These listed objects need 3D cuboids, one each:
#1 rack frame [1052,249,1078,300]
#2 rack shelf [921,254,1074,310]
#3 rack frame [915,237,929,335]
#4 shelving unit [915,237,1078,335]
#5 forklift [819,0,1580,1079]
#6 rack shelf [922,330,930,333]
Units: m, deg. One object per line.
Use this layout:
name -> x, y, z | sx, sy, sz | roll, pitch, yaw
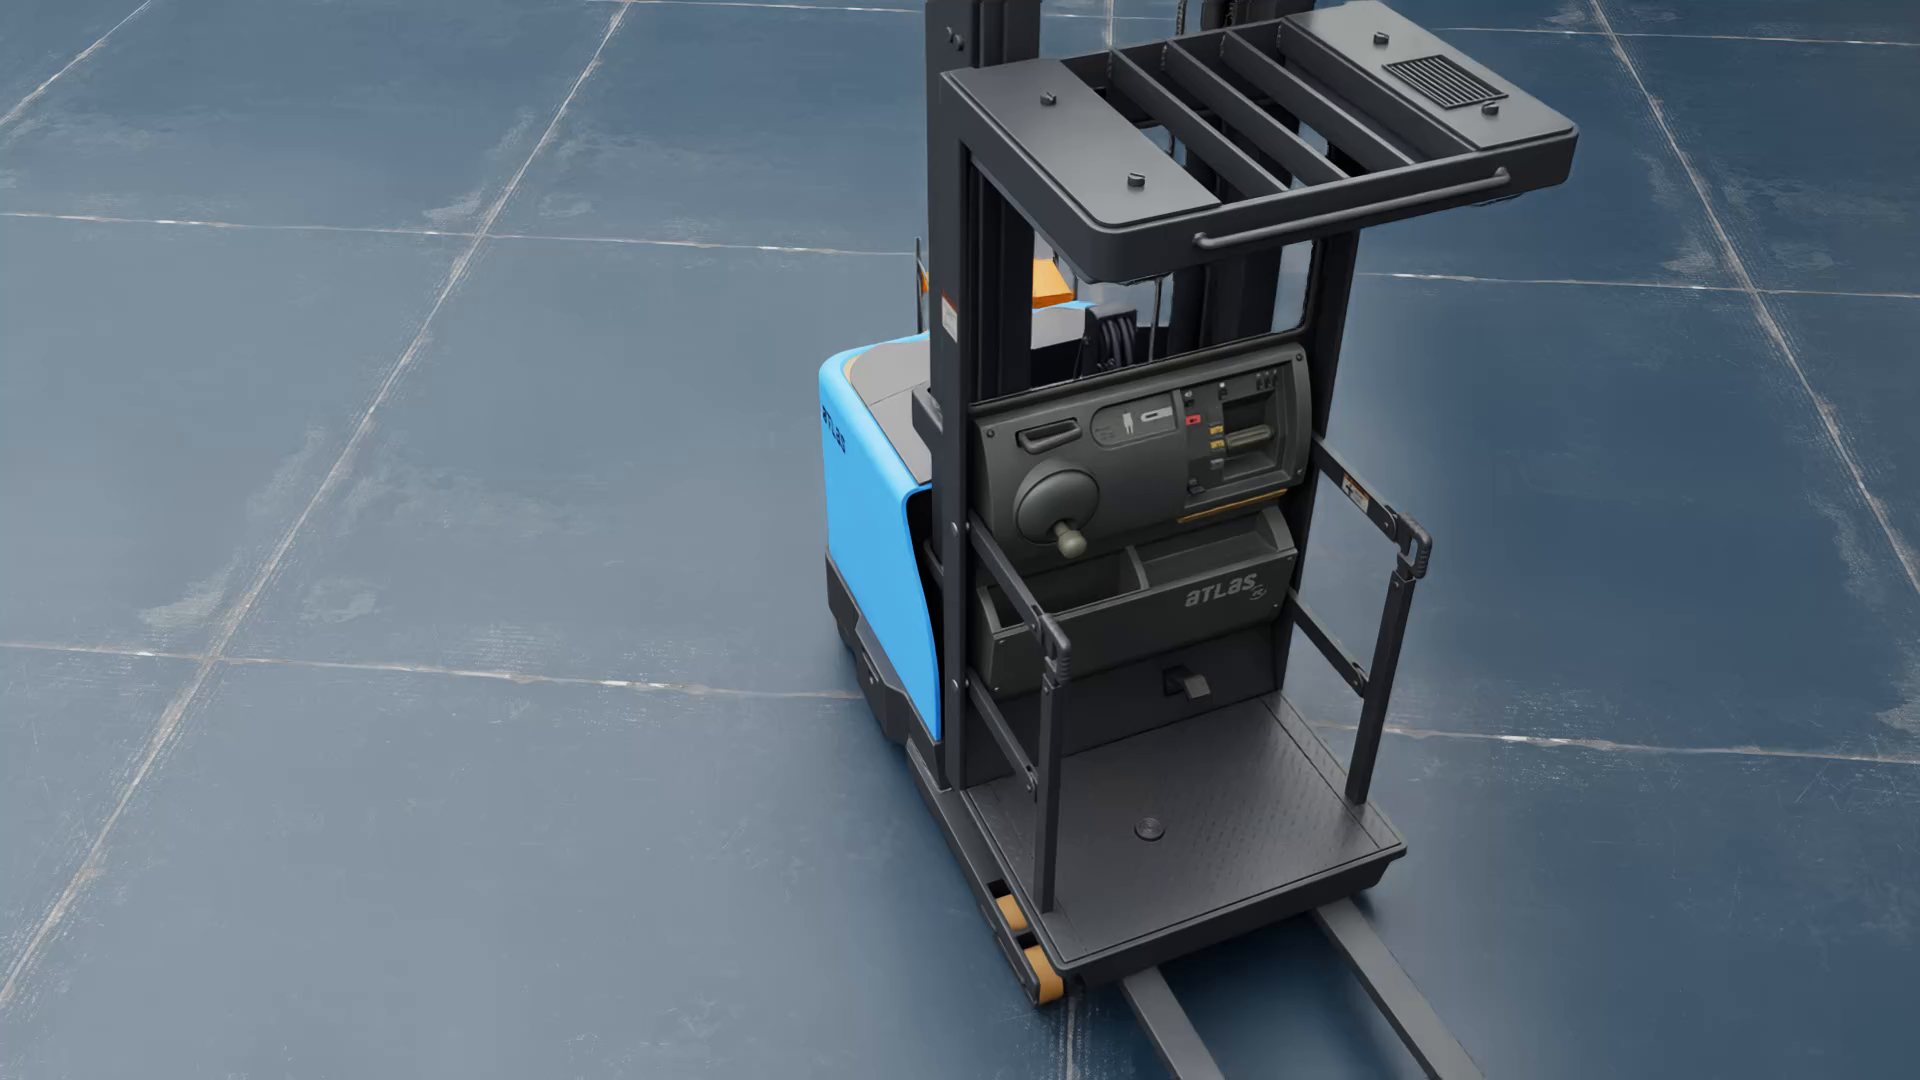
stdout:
rack frame -> 0.358, -0.560, 5.987 | 0.015, 1.200, 0.240 | -9, 40, -11
rack shelf -> 0.121, -0.827, 5.692 | 0.480, 0.148, 0.258 | -9, 40, -11
rack frame -> -0.115, -0.484, 5.894 | 0.015, 1.200, 0.240 | -9, 40, -11
shelving unit -> 0.121, -0.522, 5.940 | 0.503, 1.200, 0.258 | -9, 40, -11
forklift -> 0.574, -0.150, 4.113 | 1.130, 2.935, 3.031 | -15, 41, -18
rack shelf -> 0.121, -0.643, 5.842 | 0.480, 0.148, 0.258 | -9, 40, -11
